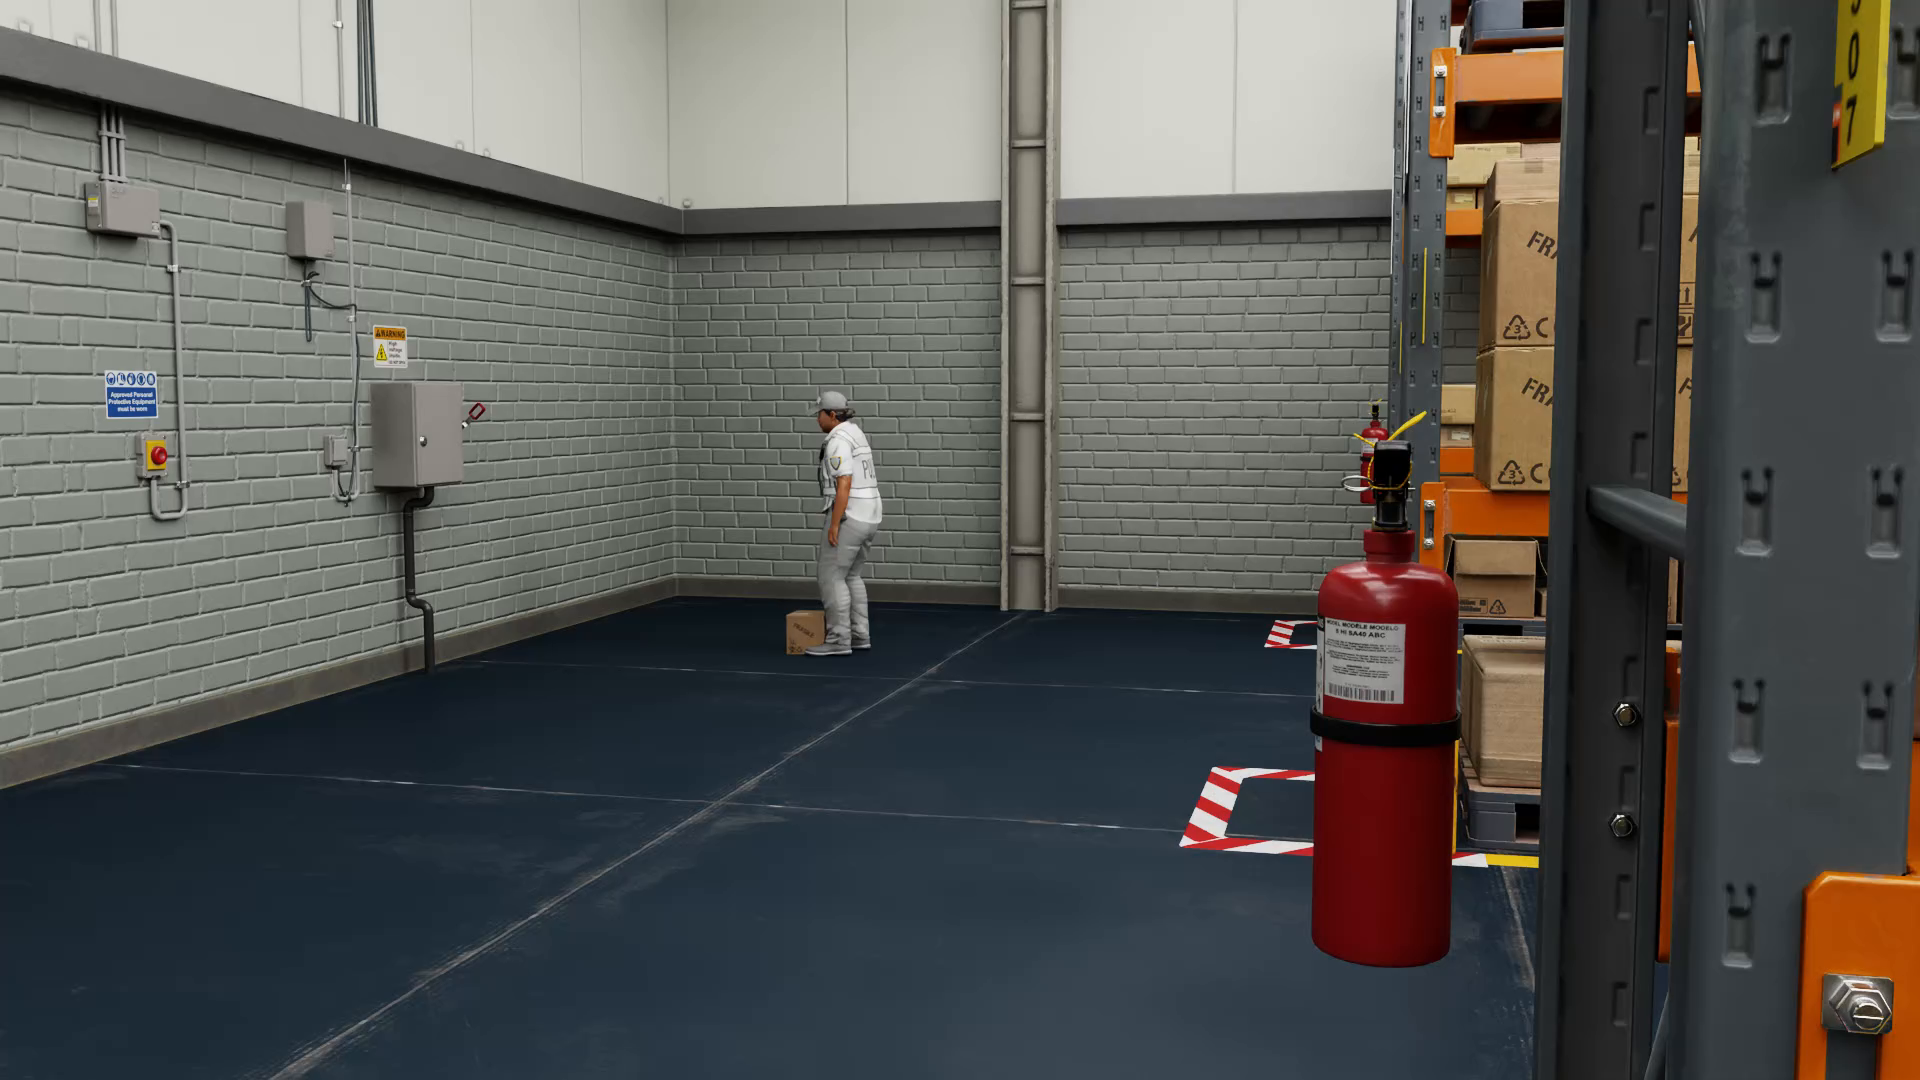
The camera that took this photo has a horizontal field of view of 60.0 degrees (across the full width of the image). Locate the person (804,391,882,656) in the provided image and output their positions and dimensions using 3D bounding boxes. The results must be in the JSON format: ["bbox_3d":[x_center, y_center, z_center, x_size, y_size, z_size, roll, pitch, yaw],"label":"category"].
[{"bbox_3d":[-0.740,-0.110,10.519,0.469,1.664,0.550,1,5,11],"label":"person"}]
